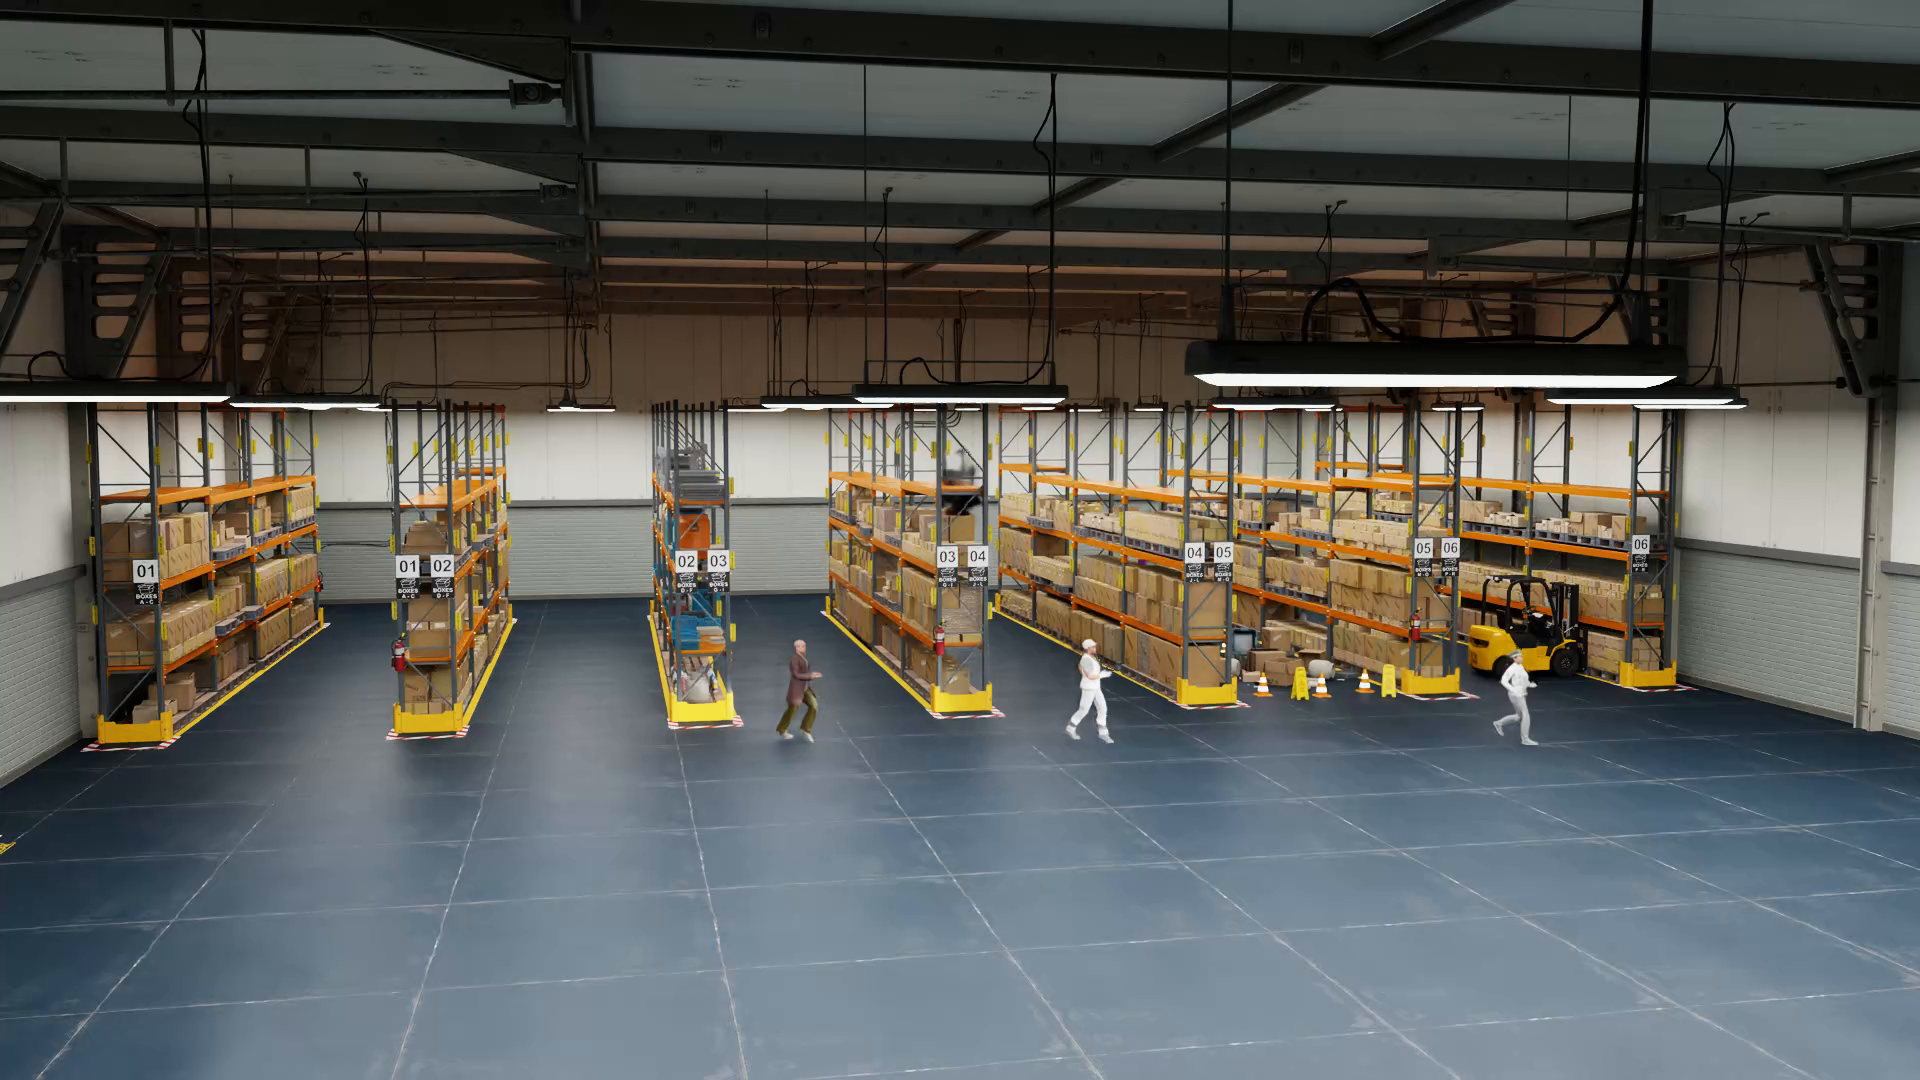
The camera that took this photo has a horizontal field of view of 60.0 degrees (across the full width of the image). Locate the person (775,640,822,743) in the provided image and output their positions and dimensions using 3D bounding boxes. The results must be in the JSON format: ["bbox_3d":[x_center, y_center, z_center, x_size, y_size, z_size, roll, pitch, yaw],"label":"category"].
[{"bbox_3d":[-2.812,2.654,29.053,0.907,1.835,0.667,2,5,21],"label":"person"}]

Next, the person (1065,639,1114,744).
[{"bbox_3d":[2.254,2.631,28.934,0.862,1.835,0.653,2,5,21],"label":"person"}]

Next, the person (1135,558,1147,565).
[{"bbox_3d":[5.575,1.030,50.947,0.900,1.758,0.735,0,4,0],"label":"person"}]

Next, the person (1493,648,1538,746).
[{"bbox_3d":[9.662,2.711,28.891,0.804,1.660,0.626,3,5,37],"label":"person"}]

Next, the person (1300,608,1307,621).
[{"bbox_3d":[9.001,1.572,44.060,0.549,1.671,0.631,-1,4,-15],"label":"person"}]
